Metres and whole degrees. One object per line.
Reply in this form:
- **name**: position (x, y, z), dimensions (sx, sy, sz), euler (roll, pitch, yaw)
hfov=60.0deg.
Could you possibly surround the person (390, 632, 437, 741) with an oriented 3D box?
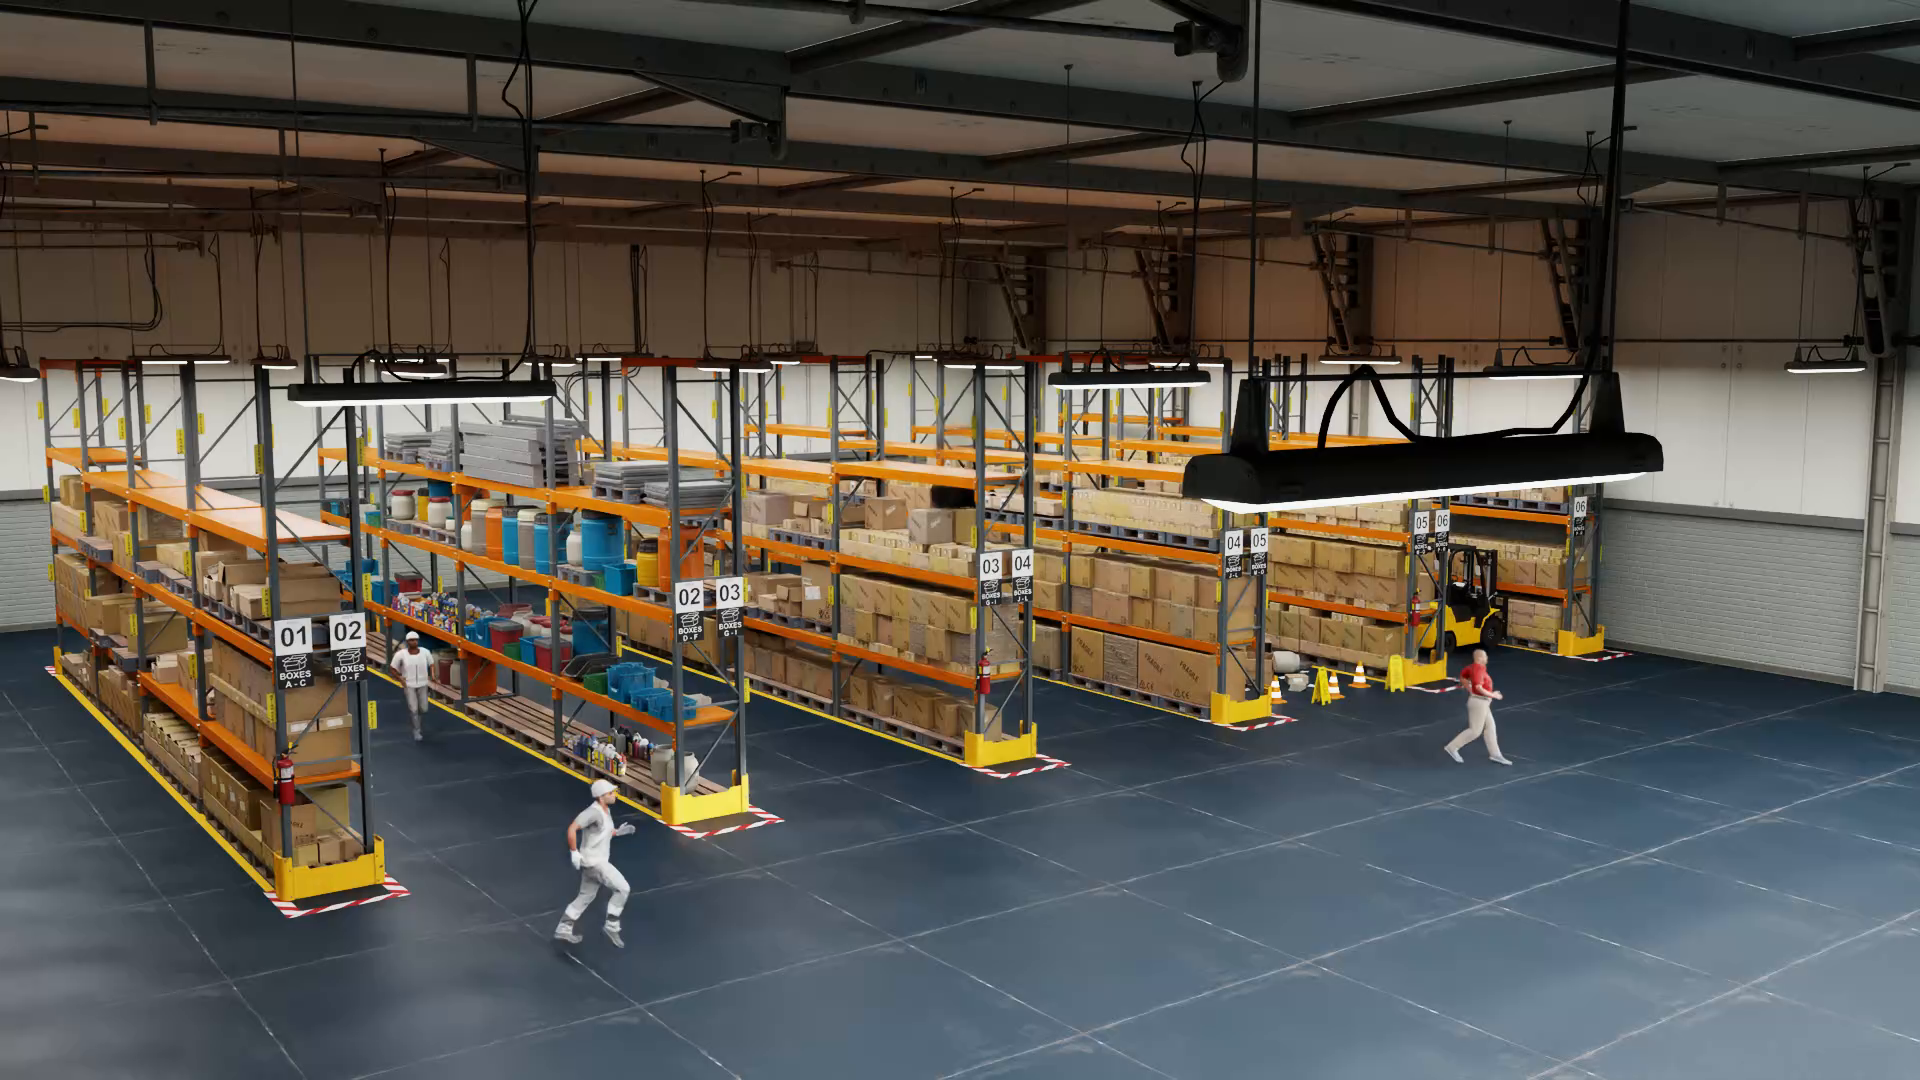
- **person**: position (-8.712, 2.306, 26.519), dimensions (0.702, 1.726, 0.598), euler (-4, 8, -31)

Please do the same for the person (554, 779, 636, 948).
- **person**: position (-3.808, 3.381, 17.295), dimensions (0.855, 1.803, 0.693), euler (-1, 7, -6)

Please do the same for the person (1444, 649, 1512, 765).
- **person**: position (7.762, 2.492, 24.871), dimensions (0.994, 1.732, 0.703), euler (1, 7, 10)
